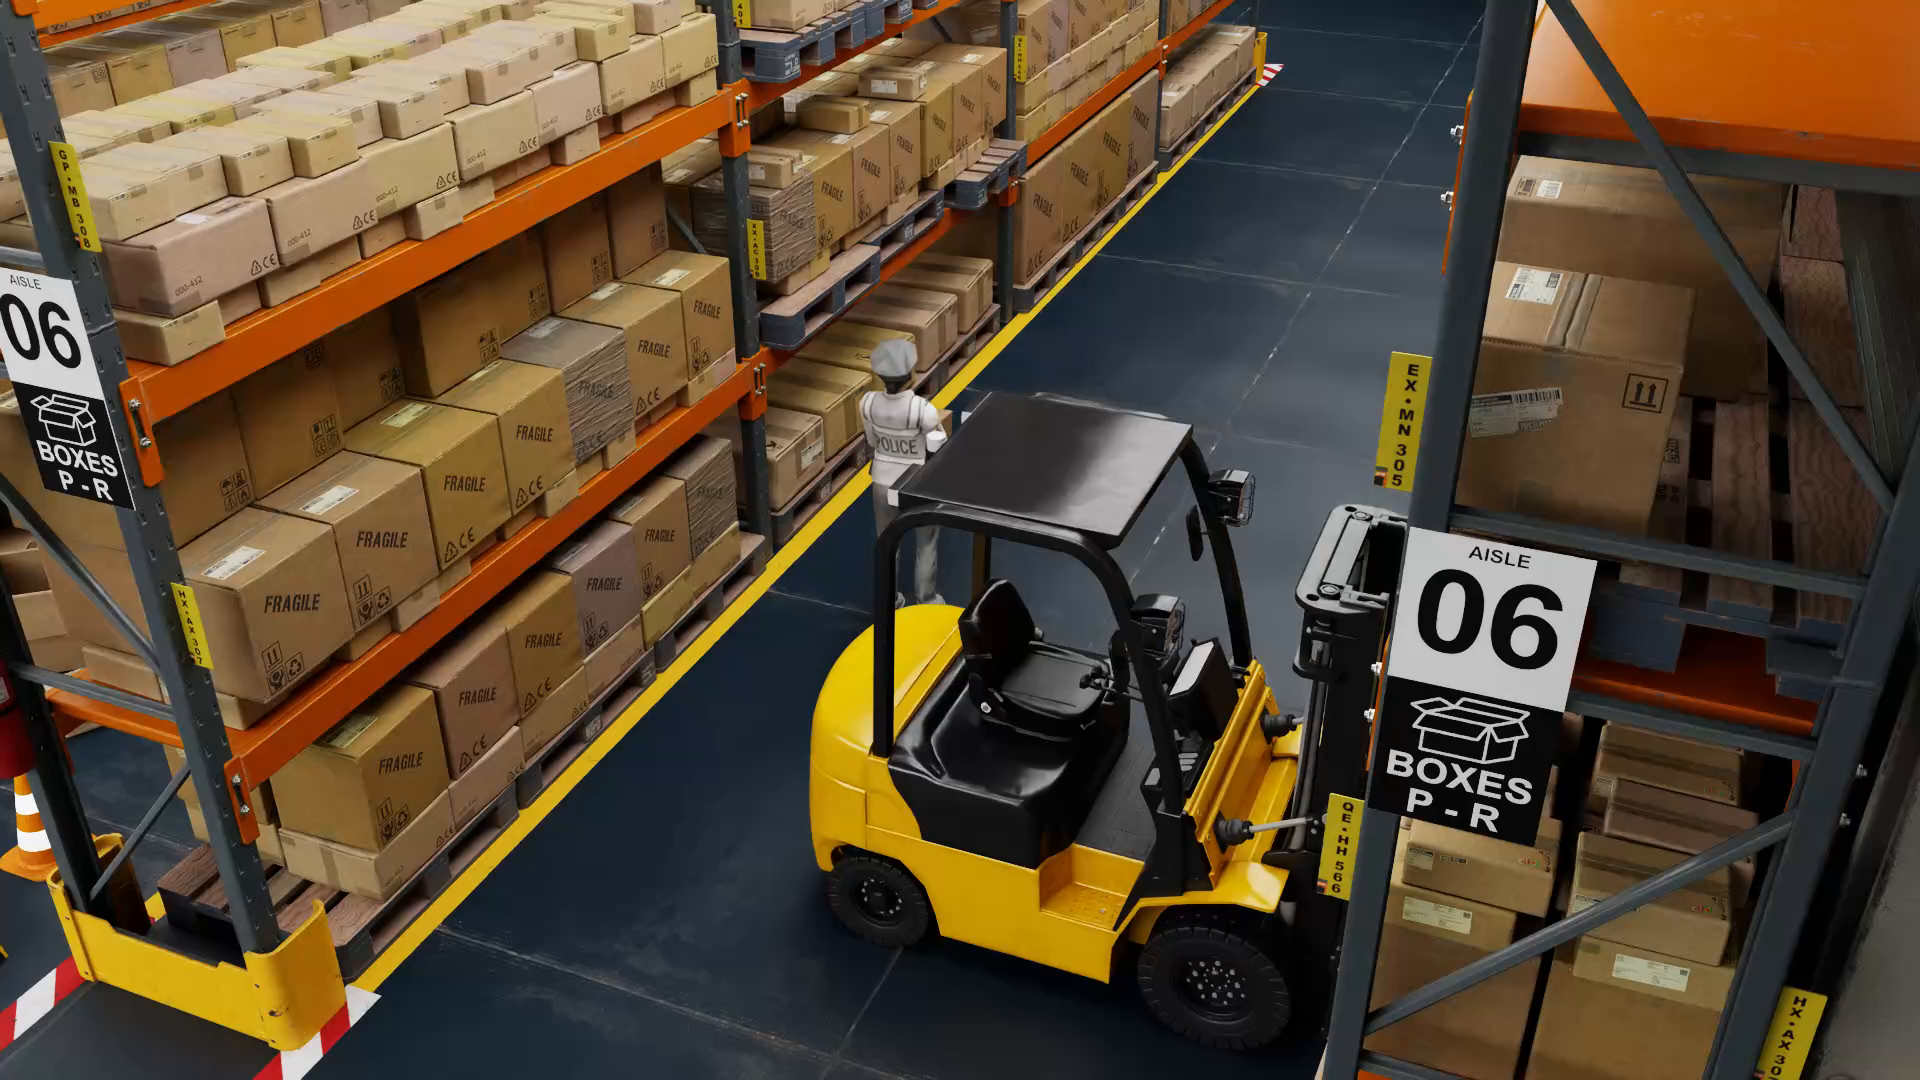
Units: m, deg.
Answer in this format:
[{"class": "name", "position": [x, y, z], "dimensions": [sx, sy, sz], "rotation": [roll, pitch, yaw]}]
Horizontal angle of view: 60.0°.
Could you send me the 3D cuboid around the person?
[{"class": "person", "position": [-0.270, -0.326, 8.937], "dimensions": [0.459, 1.686, 0.553], "rotation": [10, 31, 16]}]
